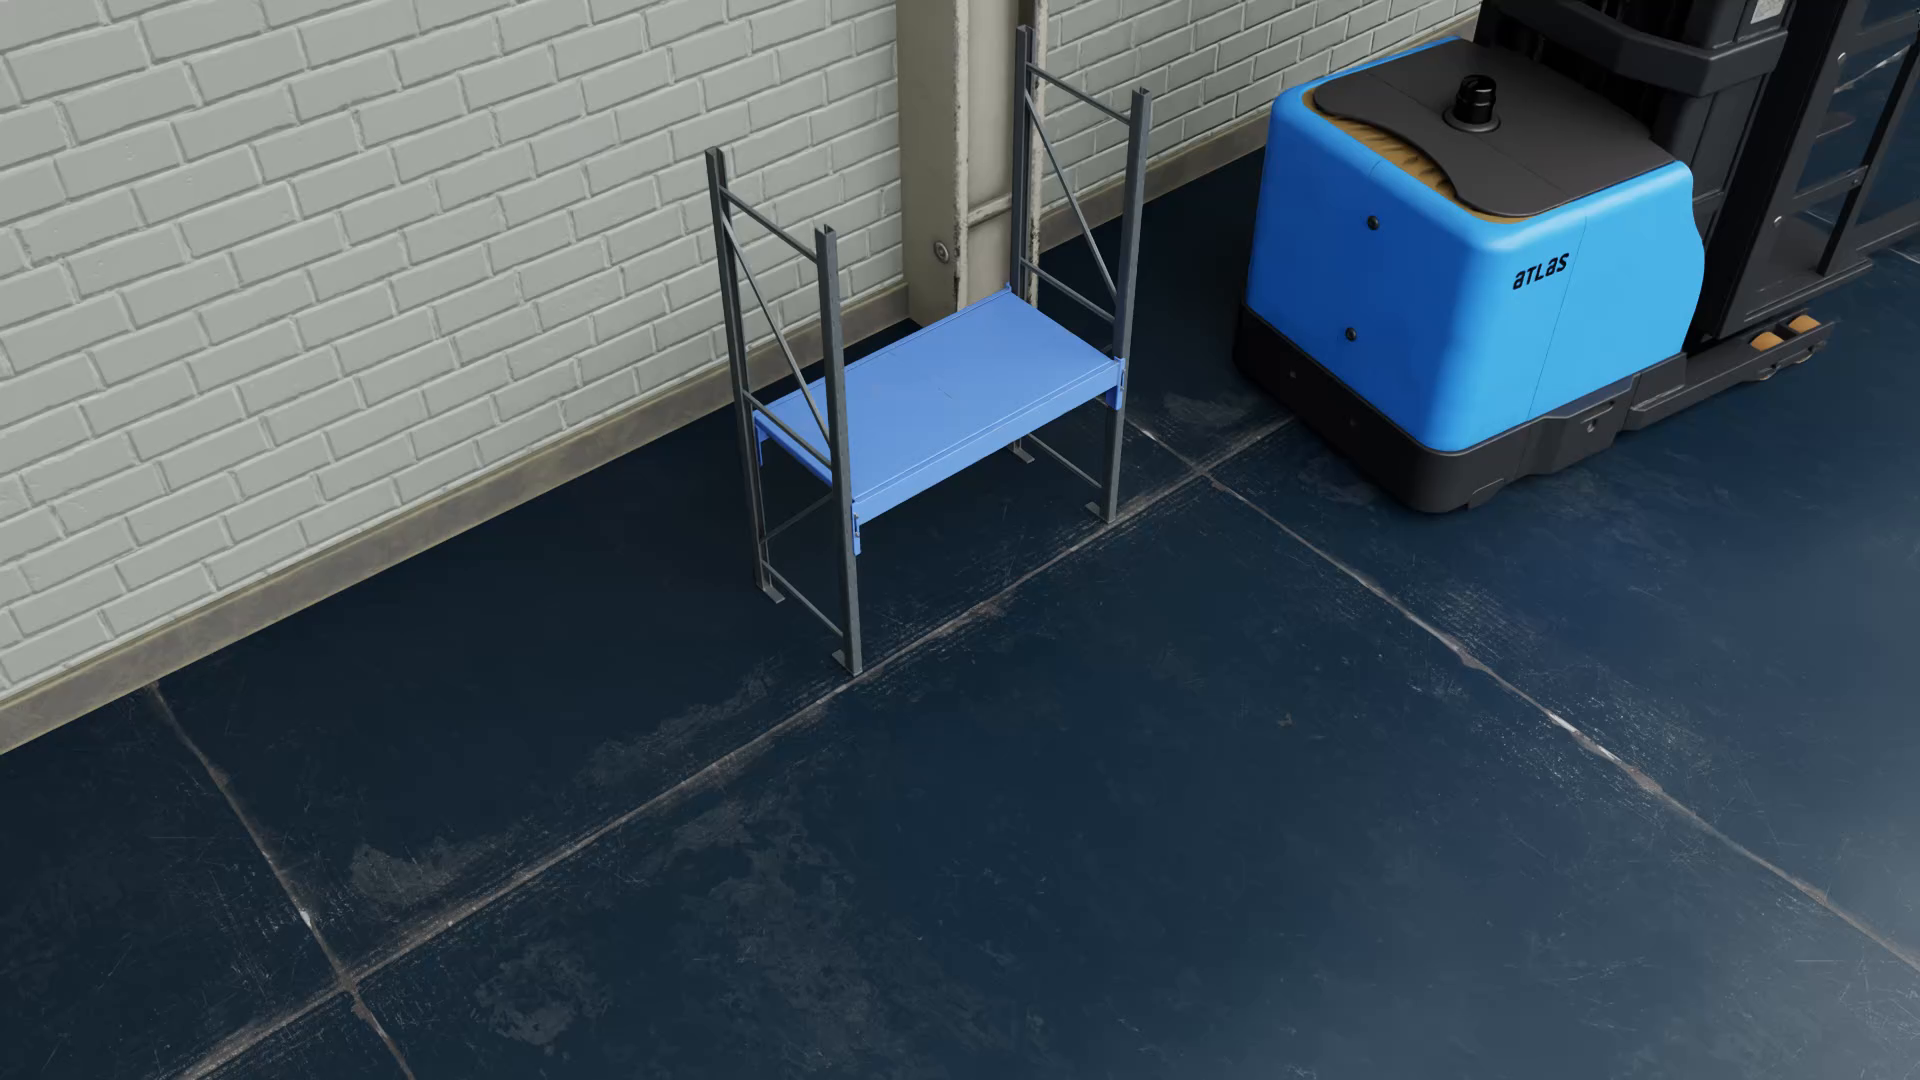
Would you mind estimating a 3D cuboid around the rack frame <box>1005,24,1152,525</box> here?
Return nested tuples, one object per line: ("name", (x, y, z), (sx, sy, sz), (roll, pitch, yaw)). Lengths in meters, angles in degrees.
("rack frame", (0.325, -0.732, 4.934), (0.032, 1.500, 0.500), (-30, 51, -28))

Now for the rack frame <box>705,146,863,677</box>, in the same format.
("rack frame", (-0.455, -0.286, 4.459), (0.032, 1.500, 0.500), (-30, 51, -28))

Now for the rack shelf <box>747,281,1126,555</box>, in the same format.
("rack shelf", (-0.065, -0.378, 4.820), (1.000, 0.185, 0.538), (-30, 51, -28))

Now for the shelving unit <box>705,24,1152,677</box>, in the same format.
("shelving unit", (-0.065, -0.509, 4.697), (1.048, 1.500, 0.538), (-30, 51, -28))

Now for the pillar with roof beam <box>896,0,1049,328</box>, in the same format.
("pillar with roof beam", (2.803, -1.867, 0.664), (0.400, 9.000, 9.100), (-30, 51, -28))

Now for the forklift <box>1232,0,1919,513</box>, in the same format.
("forklift", (2.483, -1.917, 5.150), (3.031, 2.935, 1.130), (-23, 48, -22))
